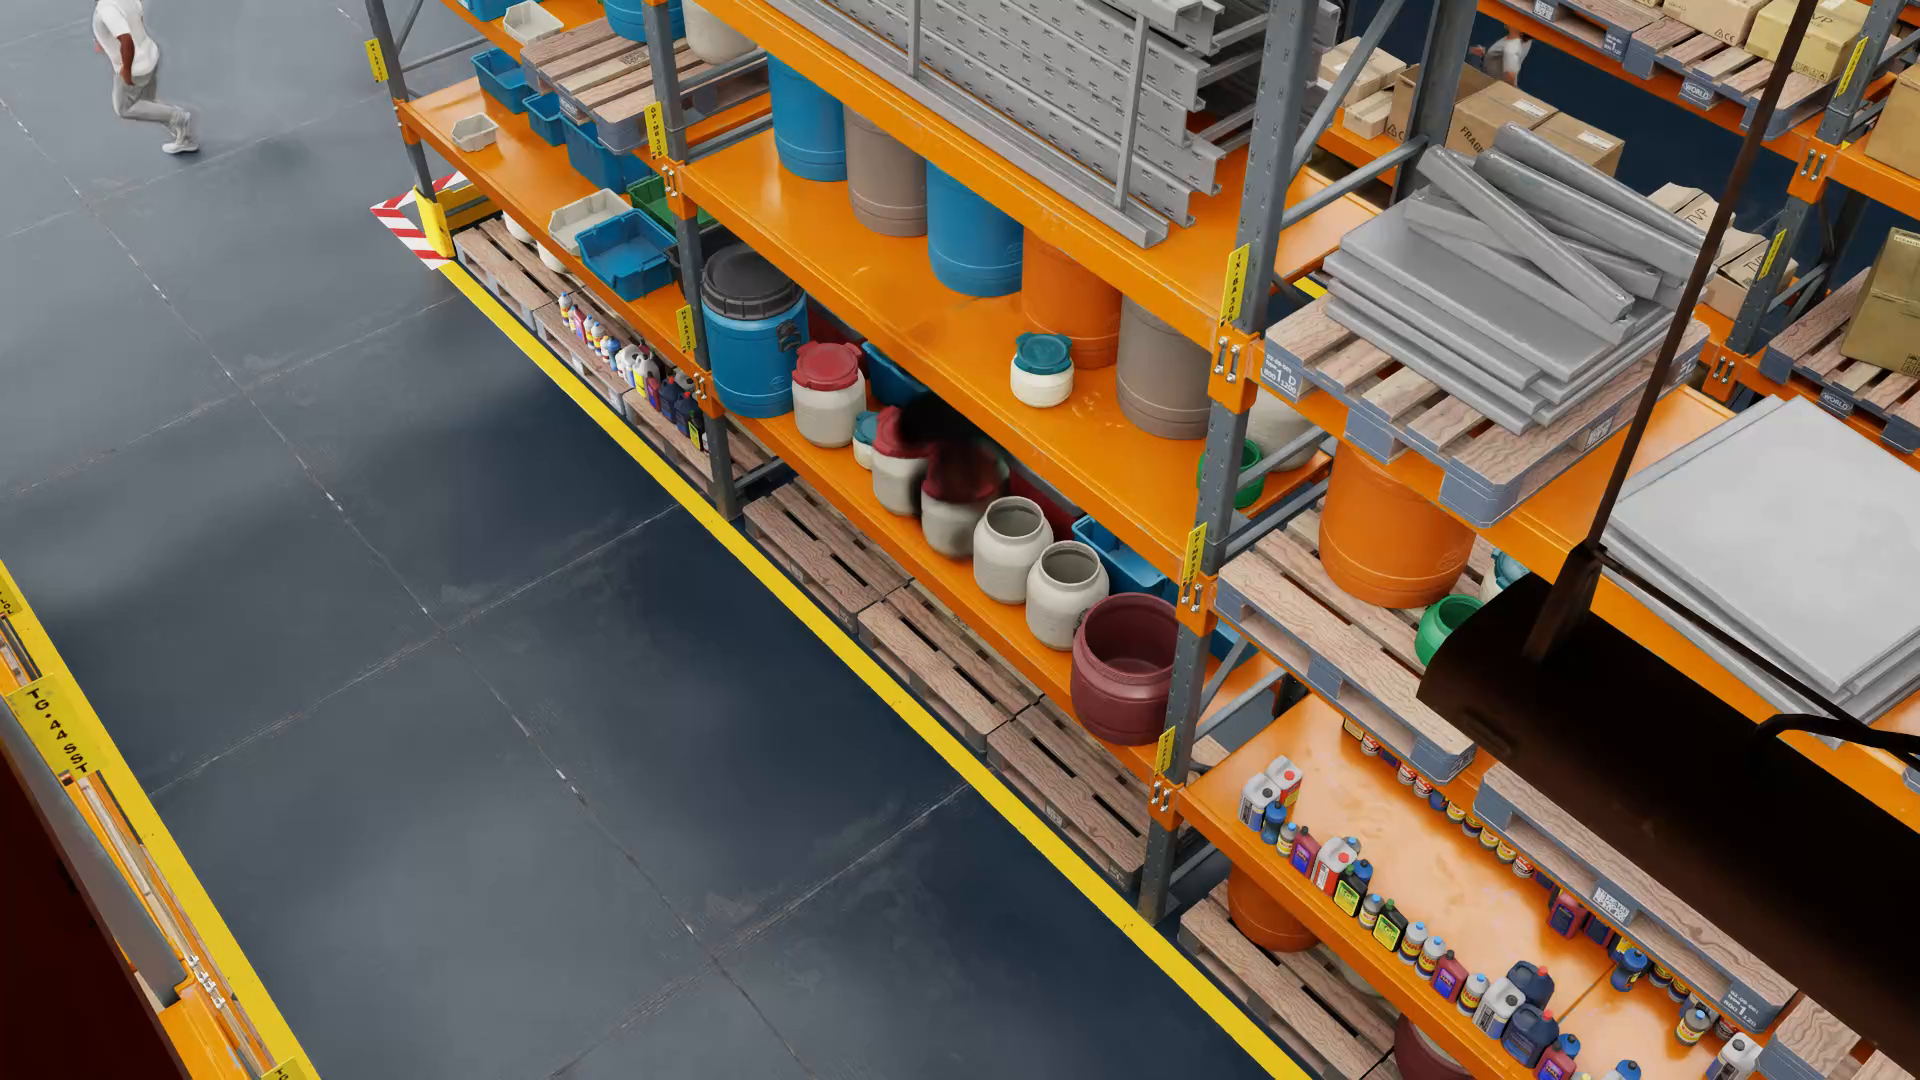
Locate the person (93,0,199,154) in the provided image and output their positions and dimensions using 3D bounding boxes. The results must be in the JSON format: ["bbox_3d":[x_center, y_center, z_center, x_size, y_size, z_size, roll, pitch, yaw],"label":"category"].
[{"bbox_3d":[-6.710,-3.863,13.472,0.647,1.723,0.732,-3,47,-2],"label":"person"}]

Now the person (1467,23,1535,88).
[{"bbox_3d":[4.185,-3.505,13.166,0.616,1.656,0.548,34,55,28],"label":"person"}]
